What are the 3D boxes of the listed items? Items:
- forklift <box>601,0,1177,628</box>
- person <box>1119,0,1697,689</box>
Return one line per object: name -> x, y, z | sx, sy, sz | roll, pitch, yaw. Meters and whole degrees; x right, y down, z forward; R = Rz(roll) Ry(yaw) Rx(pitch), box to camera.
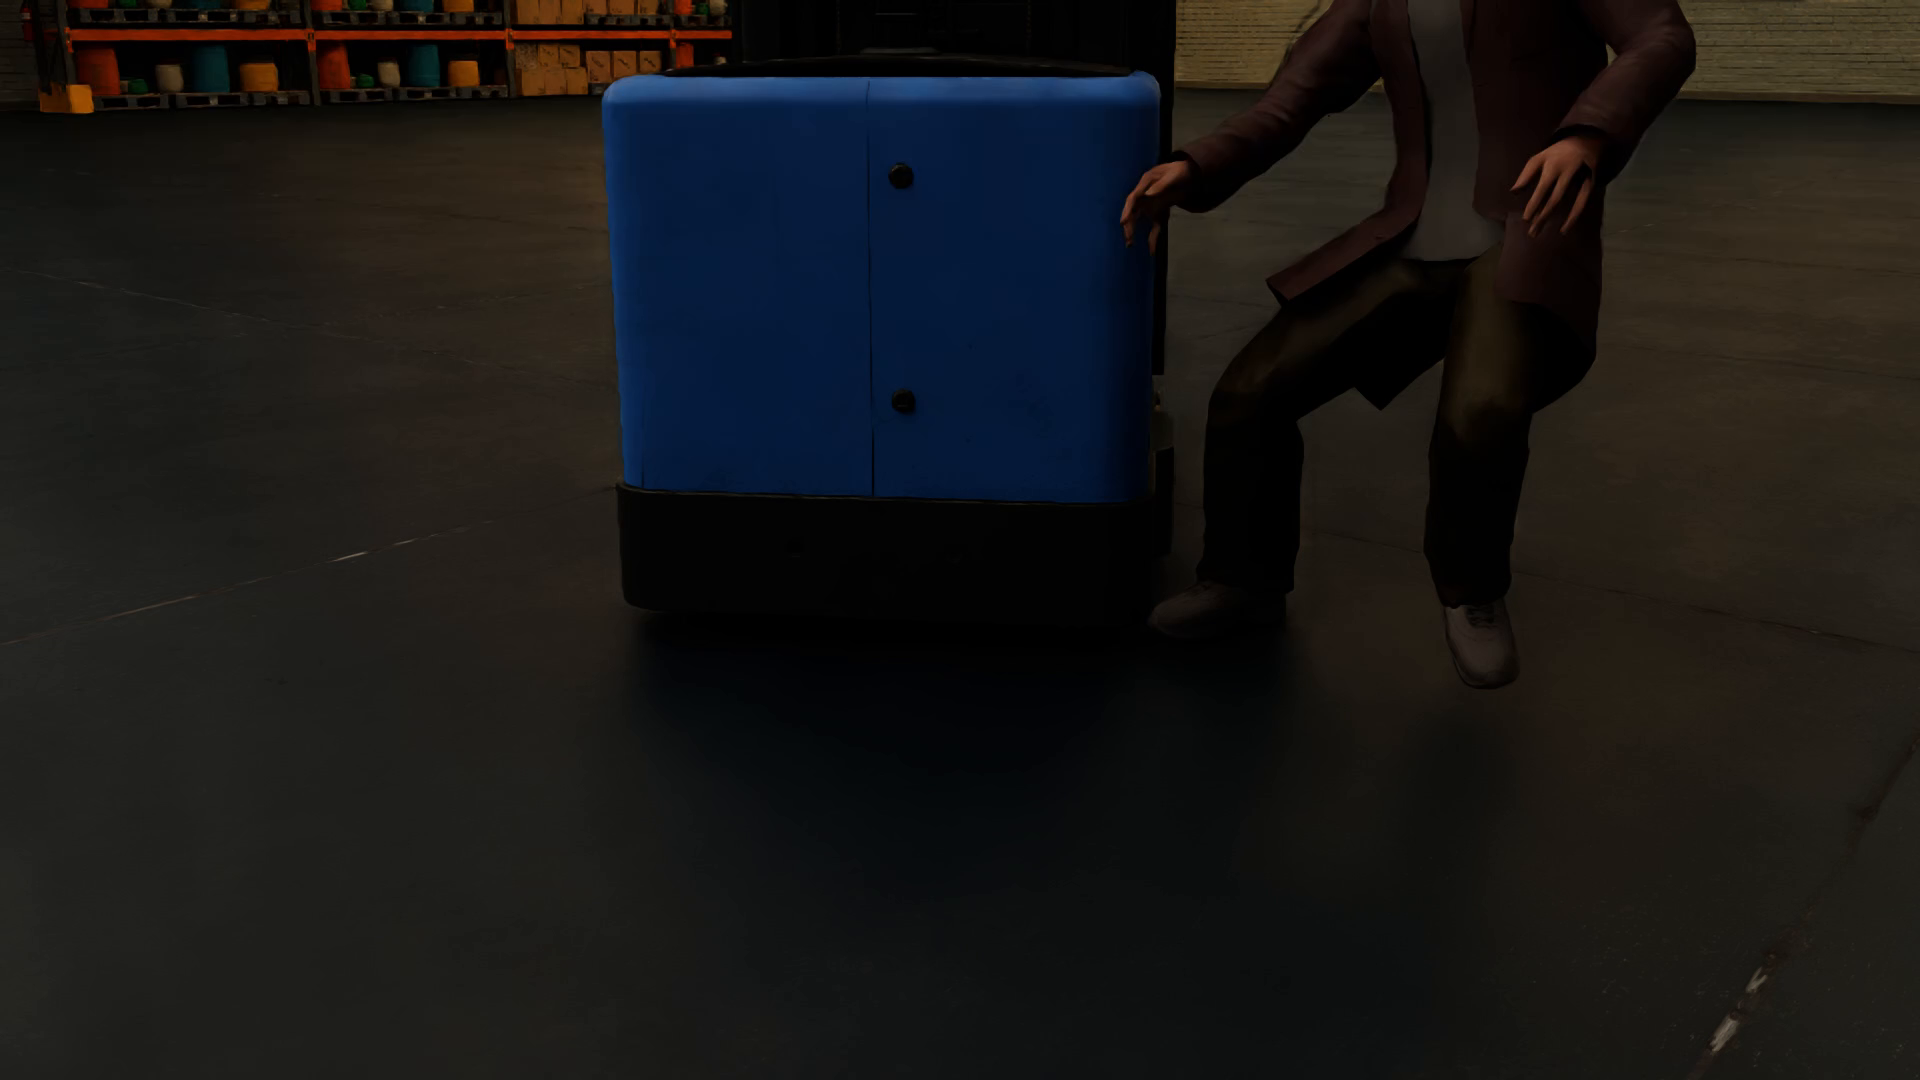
forklift -> 0.012, -1.618, 4.225 | 1.130, 2.935, 3.031 | 2, 17, 6
person -> 0.753, -0.499, 2.882 | 0.745, 1.565, 0.817 | -14, 22, -38
